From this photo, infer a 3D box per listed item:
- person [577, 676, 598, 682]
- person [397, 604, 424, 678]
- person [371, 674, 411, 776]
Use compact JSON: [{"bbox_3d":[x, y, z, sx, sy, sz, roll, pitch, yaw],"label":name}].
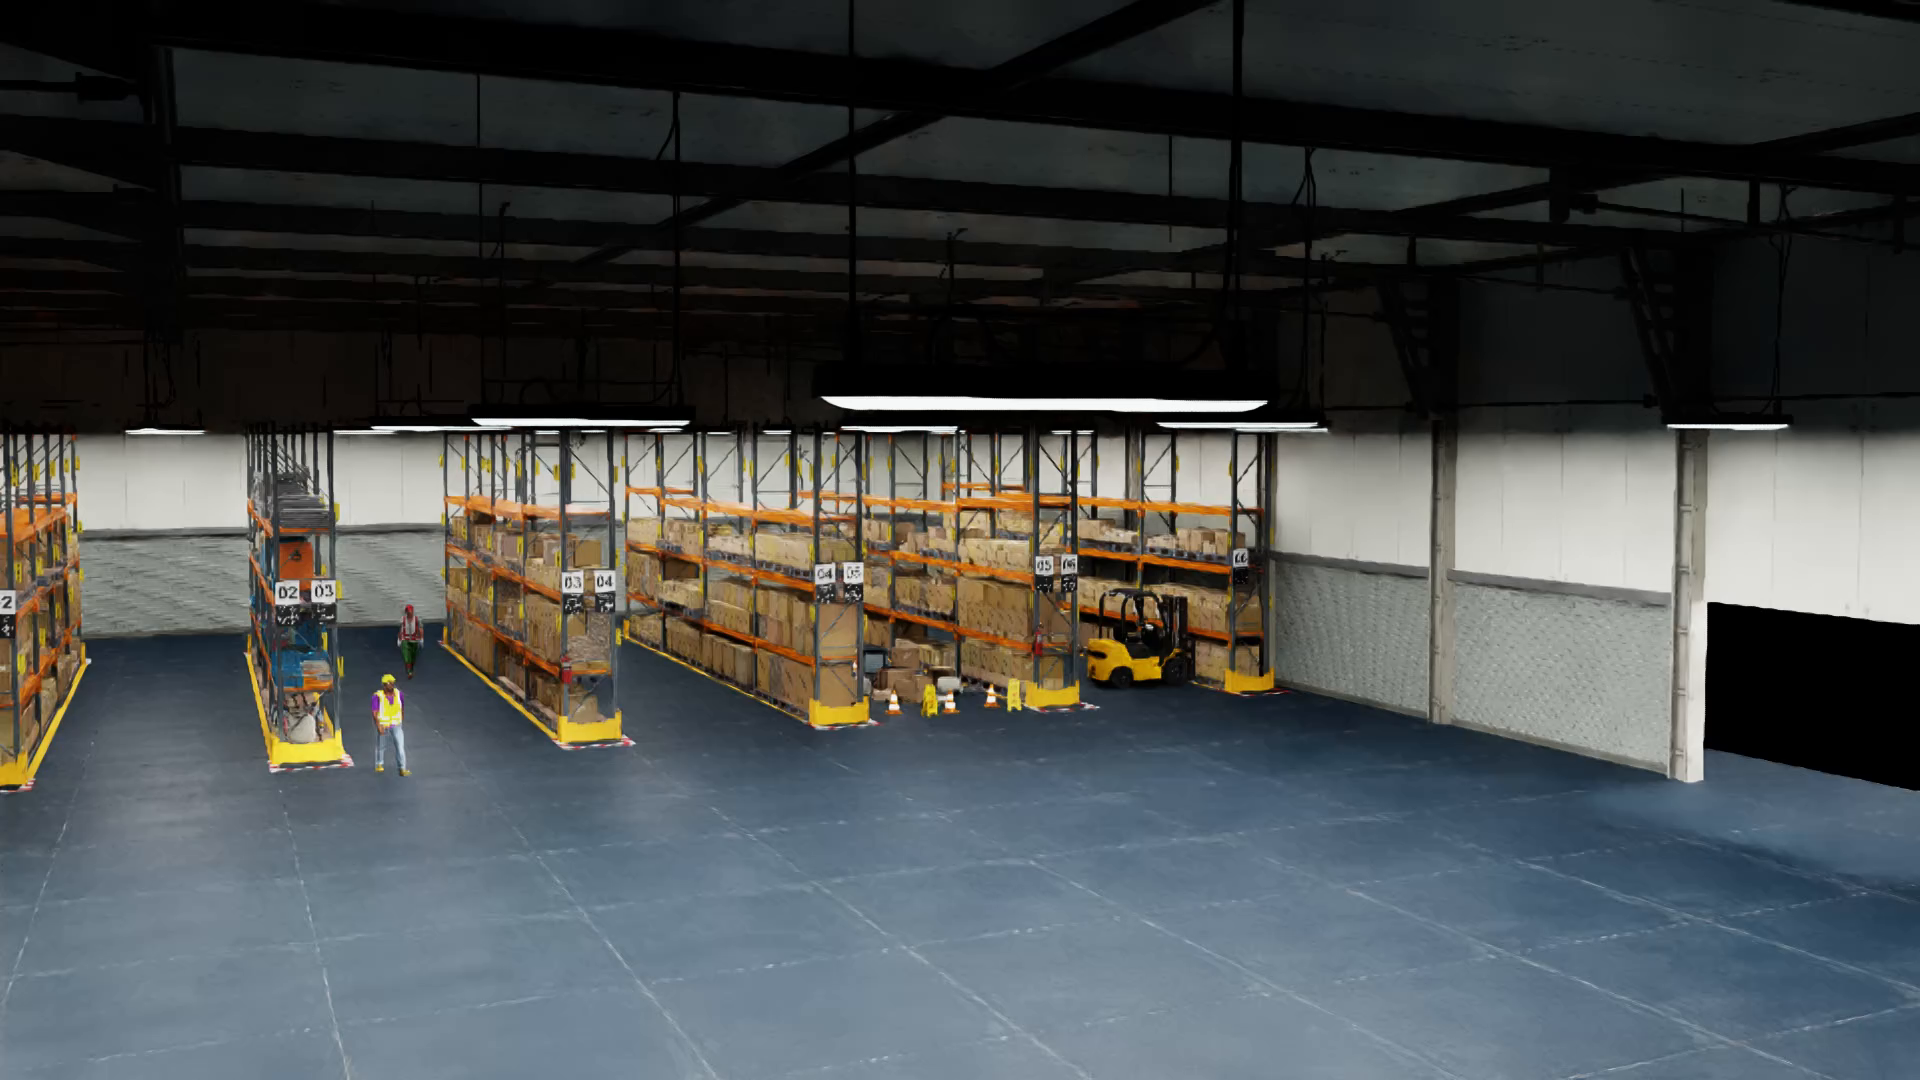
[{"bbox_3d":[-8.643,2.521,38.714,0.625,1.581,0.517,-2,4,-27],"label":"person"},{"bbox_3d":[-13.049,2.385,39.515,0.567,1.736,1.044,-2,4,-25],"label":"person"},{"bbox_3d":[-9.634,3.107,28.045,0.571,1.707,1.035,-2,4,-33],"label":"person"}]
